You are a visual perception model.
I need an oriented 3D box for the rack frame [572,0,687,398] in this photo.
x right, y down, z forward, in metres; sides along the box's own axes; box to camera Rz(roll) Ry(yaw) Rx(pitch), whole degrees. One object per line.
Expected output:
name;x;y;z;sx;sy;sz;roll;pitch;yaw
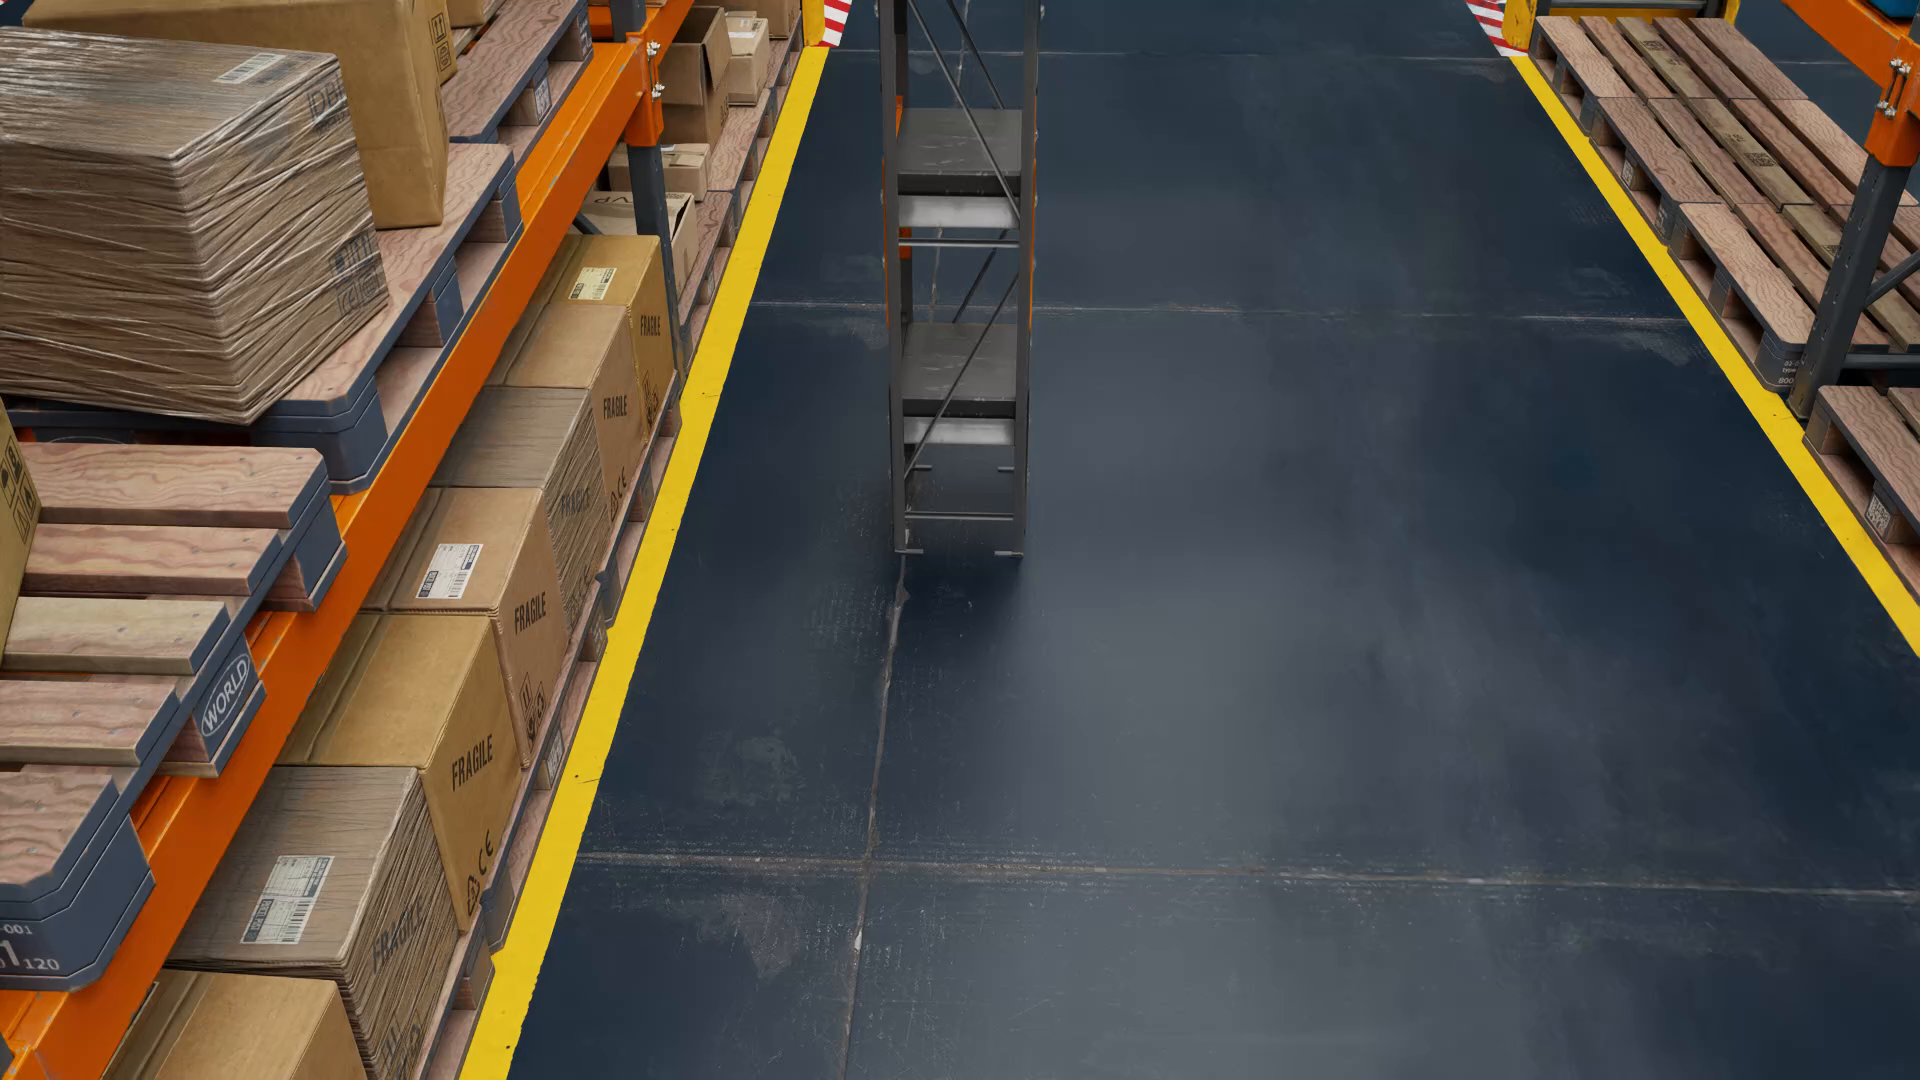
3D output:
rack frame;-1.502;-1.784;5.180;1.000;3.000;0.127;1;35;2

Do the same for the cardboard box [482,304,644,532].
cardboard box;-1.263;-0.367;4.955;0.500;0.500;0.500;1;35;2

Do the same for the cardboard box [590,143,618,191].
cardboard box;-1.732;-1.629;6.915;0.500;0.311;0.500;1;35;2

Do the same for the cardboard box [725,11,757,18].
cardboard box;-1.223;-2.554;8.357;0.380;0.166;0.250;1;35;2

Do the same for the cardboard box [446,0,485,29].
cardboard box;-1.744;-1.730;4.650;0.700;0.500;0.500;-10;36;-14

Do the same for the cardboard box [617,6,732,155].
cardboard box;-1.431;-2.022;7.307;0.797;0.503;0.637;1;35;2

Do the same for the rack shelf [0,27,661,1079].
rack shelf;-1.582;-0.341;3.752;1.077;0.370;4.000;1;35;2

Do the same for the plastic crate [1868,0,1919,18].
plastic crate;3.126;-1.962;5.394;0.392;0.384;0.575;1;35;2

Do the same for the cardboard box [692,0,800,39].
cardboard box;-1.117;-2.921;8.589;0.500;0.500;0.500;1;35;2

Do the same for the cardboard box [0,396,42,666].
cardboard box;-1.750;-0.063;2.279;0.700;0.500;0.500;-10;36;-14

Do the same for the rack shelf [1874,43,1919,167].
rack shelf;3.367;-0.224;3.586;1.077;0.370;4.000;1;35;2

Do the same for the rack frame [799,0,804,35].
rack frame;-1.341;-4.082;8.450;1.000;3.000;0.127;1;35;2

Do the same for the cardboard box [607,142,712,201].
cardboard box;-1.244;-1.538;6.911;0.380;0.166;0.250;1;35;2

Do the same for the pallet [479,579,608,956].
pallet;-1.543;0.528;4.315;1.003;0.211;1.213;1;35;2

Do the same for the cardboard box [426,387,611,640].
cardboard box;-1.284;-0.079;4.545;0.500;0.500;0.500;2;35;2

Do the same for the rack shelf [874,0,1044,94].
rack shelf;0.007;-1.516;4.387;0.431;0.518;0.480;1;35;2

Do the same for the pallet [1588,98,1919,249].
pallet;3.485;-1.653;7.418;1.003;0.211;1.213;1;35;2

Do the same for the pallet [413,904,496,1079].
pallet;-1.594;1.227;3.321;1.003;0.211;1.213;1;35;2

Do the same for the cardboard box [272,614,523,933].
cardboard box;-1.318;0.513;3.703;0.500;0.500;0.500;1;35;1

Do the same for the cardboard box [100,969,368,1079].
cardboard box;-1.358;1.102;2.865;0.500;0.500;0.500;3;35;4

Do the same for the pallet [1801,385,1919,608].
pallet;3.375;-0.084;5.186;1.003;0.211;1.213;1;35;2

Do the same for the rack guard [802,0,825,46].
rack guard;-1.344;-3.016;9.106;1.175;0.500;0.348;1;35;2

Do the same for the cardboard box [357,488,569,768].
cardboard box;-1.302;0.213;4.130;0.500;0.500;0.500;0;35;0

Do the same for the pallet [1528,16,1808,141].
pallet;3.536;-2.352;8.413;1.003;0.211;1.213;1;35;2

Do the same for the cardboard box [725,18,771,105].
cardboard box;-1.185;-2.274;7.886;0.500;0.250;0.500;1;35;2

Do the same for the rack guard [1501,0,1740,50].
rack guard;3.596;-2.957;9.023;1.175;0.500;0.348;1;35;2

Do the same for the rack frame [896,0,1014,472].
rack frame;0.016;-1.094;4.981;0.400;2.100;0.015;1;35;2

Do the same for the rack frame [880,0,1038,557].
rack frame;-0.003;-0.814;4.582;0.400;2.100;0.015;1;35;2

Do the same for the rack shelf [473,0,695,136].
rack shelf;-1.421;-2.639;7.022;1.077;0.370;4.000;1;35;2

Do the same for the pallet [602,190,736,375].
pallet;-1.473;-1.038;6.543;1.003;0.211;1.213;1;35;2

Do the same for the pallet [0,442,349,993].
pallet;-1.705;0.202;2.521;1.213;0.211;1.003;1;35;2

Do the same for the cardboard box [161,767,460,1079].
cardboard box;-1.343;0.801;3.293;0.500;0.500;0.500;0;35;0

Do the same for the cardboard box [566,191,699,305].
cardboard box;-1.269;-1.100;6.162;0.500;0.311;0.500;1;35;2

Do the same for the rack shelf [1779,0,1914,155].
rack shelf;3.528;-2.522;6.856;1.077;0.370;4.000;1;35;2

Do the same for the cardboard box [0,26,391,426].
cardboard box;-1.522;-0.584;3.020;0.700;0.500;0.500;8;36;11

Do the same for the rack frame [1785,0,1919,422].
rack frame;3.448;-1.667;5.014;1.000;3.000;0.127;1;35;2

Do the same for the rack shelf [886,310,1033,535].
rack shelf;0.007;-0.370;5.192;0.431;0.518;0.480;1;35;2

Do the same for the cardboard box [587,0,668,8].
cardboard box;-1.209;-2.111;5.559;0.500;0.500;0.500;2;35;3

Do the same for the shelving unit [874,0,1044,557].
shelving unit;0.007;-0.954;4.782;0.431;2.100;0.503;1;35;2

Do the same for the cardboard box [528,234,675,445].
cardboard box;-1.235;-0.651;5.359;0.500;0.500;0.500;1;35;2

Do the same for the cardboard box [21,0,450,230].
cardboard box;-1.511;-0.980;3.584;0.700;0.500;0.500;-7;36;-10

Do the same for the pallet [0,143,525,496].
pallet;-1.589;-0.525;3.555;1.003;0.211;1.213;1;35;2

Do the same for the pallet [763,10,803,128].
pallet;-1.375;-2.439;8.538;1.003;0.211;1.213;1;35;2

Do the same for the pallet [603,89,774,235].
pallet;-1.427;-1.740;7.543;1.003;0.211;1.213;1;35;2

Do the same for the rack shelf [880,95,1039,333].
rack shelf;0.007;-0.943;4.789;0.431;0.518;0.480;1;35;2

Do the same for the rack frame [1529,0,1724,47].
rack frame;3.608;-3.966;8.284;1.000;3.000;0.127;1;35;2

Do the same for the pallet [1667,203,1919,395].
pallet;3.438;-0.950;6.418;1.003;0.211;1.213;1;35;2

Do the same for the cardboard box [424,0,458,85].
cardboard box;-1.708;-1.333;4.086;0.700;0.500;0.500;7;36;9

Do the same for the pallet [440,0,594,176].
pallet;-1.643;-1.249;4.585;1.003;0.211;1.213;1;35;2

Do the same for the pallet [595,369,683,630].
pallet;-1.496;-0.175;5.315;1.003;0.211;1.213;1;35;2
